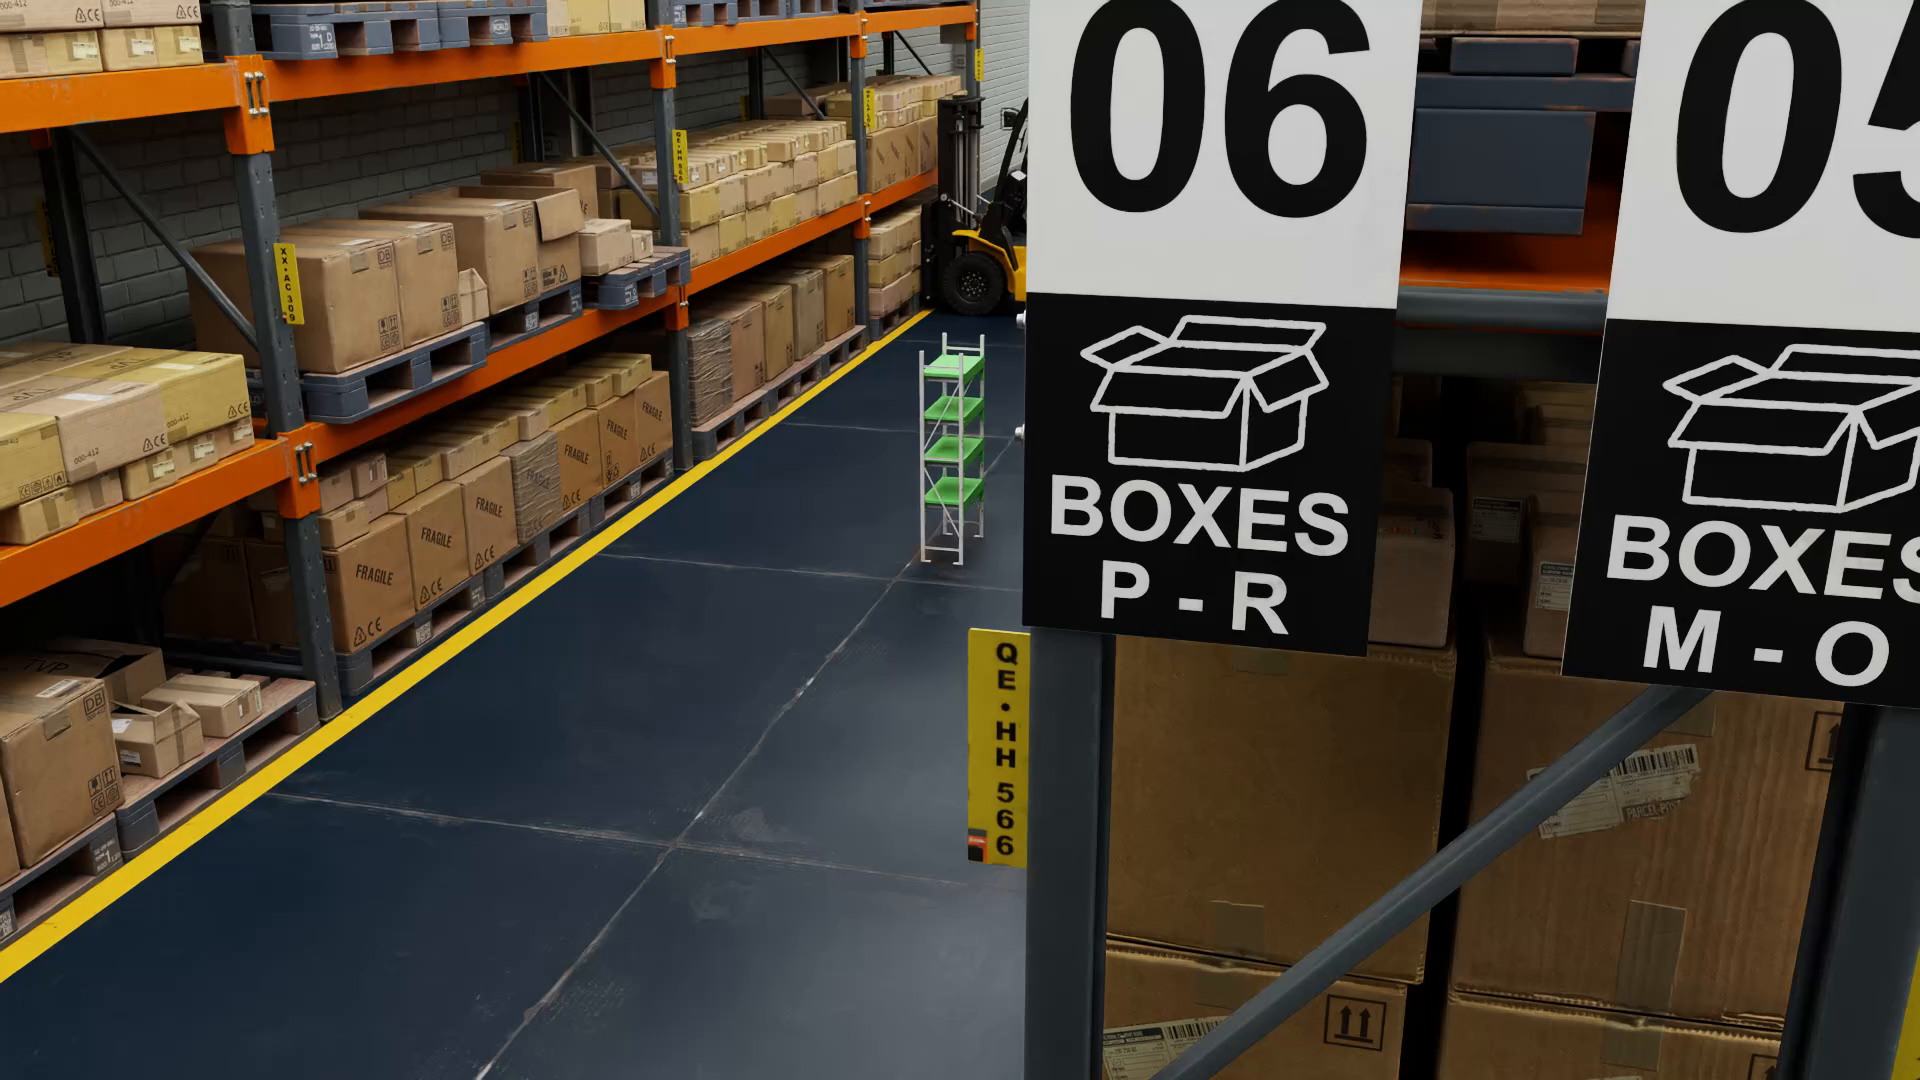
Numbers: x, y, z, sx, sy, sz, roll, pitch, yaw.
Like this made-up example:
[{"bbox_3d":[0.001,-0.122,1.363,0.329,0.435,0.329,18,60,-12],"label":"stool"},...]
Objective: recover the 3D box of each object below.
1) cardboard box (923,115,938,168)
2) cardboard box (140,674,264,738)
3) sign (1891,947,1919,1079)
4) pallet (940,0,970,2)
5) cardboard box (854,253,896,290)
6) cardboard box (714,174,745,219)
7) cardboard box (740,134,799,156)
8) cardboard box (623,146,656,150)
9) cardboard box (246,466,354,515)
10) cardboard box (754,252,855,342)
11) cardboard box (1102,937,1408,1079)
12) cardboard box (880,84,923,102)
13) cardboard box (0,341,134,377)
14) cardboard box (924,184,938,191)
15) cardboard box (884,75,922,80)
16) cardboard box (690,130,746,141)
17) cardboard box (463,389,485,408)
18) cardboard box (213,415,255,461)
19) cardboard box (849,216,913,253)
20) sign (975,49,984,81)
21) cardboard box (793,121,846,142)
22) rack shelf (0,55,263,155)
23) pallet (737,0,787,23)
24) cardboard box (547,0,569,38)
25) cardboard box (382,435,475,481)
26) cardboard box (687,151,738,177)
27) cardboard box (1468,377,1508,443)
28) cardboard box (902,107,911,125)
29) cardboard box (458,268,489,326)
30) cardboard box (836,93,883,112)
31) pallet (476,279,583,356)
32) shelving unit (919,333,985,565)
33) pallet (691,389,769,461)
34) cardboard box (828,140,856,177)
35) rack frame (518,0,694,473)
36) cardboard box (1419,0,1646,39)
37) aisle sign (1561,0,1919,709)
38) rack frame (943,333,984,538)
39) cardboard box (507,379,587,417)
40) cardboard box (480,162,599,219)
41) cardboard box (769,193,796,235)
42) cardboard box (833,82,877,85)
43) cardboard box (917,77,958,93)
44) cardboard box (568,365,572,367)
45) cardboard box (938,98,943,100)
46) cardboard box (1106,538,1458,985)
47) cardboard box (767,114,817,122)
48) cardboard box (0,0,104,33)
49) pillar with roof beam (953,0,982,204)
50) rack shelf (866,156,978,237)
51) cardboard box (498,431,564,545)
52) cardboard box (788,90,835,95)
[{"bbox_3d":[-0.449,-3.981,16.546,0.500,0.500,0.500,4,19,12],"label":"cardboard box"},{"bbox_3d":[-3.106,0.679,6.821,0.380,0.149,0.250,4,19,12],"label":"cardboard box"},{"bbox_3d":[1.119,0.574,1.906,0.100,0.325,0.005,5,19,13],"label":"sign"},{"bbox_3d":[-0.521,-5.589,16.906,1.003,0.211,1.213,5,19,13],"label":"pallet"},{"bbox_3d":[-0.883,-2.438,15.017,0.500,0.250,0.500,5,19,13],"label":"cardboard box"},{"bbox_3d":[-1.809,-2.366,11.431,0.500,0.250,0.500,5,20,15],"label":"cardboard box"},{"bbox_3d":[-1.452,-3.004,12.683,0.380,0.149,0.250,5,19,14],"label":"cardboard box"},{"bbox_3d":[-2.185,-2.721,11.855,0.380,0.149,0.250,5,19,13],"label":"cardboard box"},{"bbox_3d":[-2.968,-0.229,7.472,0.380,0.149,0.250,4,19,12],"label":"cardboard box"},{"bbox_3d":[-1.417,-2.088,14.183,0.875,0.625,0.625,6,20,16],"label":"cardboard box"},{"bbox_3d":[0.443,0.756,2.680,0.500,0.500,0.500,5,19,14],"label":"cardboard box"},{"bbox_3d":[-0.575,-4.316,16.064,0.380,0.149,0.250,5,19,14],"label":"cardboard box"},{"bbox_3d":[-3.638,-0.605,6.591,0.500,0.250,0.500,4,19,13],"label":"cardboard box"},{"bbox_3d":[-0.133,-3.633,17.739,0.500,0.250,0.500,5,20,15],"label":"cardboard box"},{"bbox_3d":[-0.612,-4.837,17.591,0.380,0.149,0.250,4,19,12],"label":"cardboard box"},{"bbox_3d":[-1.900,-3.122,13.030,0.380,0.149,0.250,5,19,13],"label":"cardboard box"},{"bbox_3d":[-2.955,-0.778,9.540,0.380,0.149,0.250,4,19,12],"label":"cardboard box"},{"bbox_3d":[-3.088,-0.431,6.697,0.380,0.149,0.250,5,19,14],"label":"cardboard box"},{"bbox_3d":[-0.743,-2.834,15.402,0.500,0.250,0.500,5,19,13],"label":"cardboard box"},{"bbox_3d":[0.200,-5.044,17.655,0.100,0.325,0.005,5,19,13],"label":"sign"},{"bbox_3d":[-1.168,-3.407,13.863,0.380,0.149,0.250,5,20,15],"label":"cardboard box"},{"bbox_3d":[-3.744,-1.122,4.803,1.077,0.370,4.000,5,19,13],"label":"rack shelf"},{"bbox_3d":[-1.928,-3.824,11.894,1.003,0.211,1.213,6,20,16],"label":"pallet"},{"bbox_3d":[-2.412,-2.777,8.770,0.500,0.250,0.500,5,19,13],"label":"cardboard box"},{"bbox_3d":[-2.714,-0.420,8.492,0.380,0.149,0.250,5,19,13],"label":"cardboard box"},{"bbox_3d":[-1.761,-2.604,11.511,0.380,0.149,0.250,5,19,14],"label":"cardboard box"},{"bbox_3d":[1.167,-0.272,3.139,0.380,0.149,0.250,5,19,14],"label":"cardboard box"},{"bbox_3d":[-0.671,-3.929,15.392,0.380,0.149,0.250,4,19,13],"label":"cardboard box"},{"bbox_3d":[-2.543,-1.210,8.147,0.396,0.266,0.258,6,20,16],"label":"cardboard box"},{"bbox_3d":[-0.905,-3.918,14.900,0.380,0.149,0.250,4,19,12],"label":"cardboard box"},{"bbox_3d":[-2.748,-1.223,8.923,1.003,0.211,1.213,5,19,13],"label":"pallet"},{"bbox_3d":[-0.040,-0.516,9.342,0.258,1.200,0.503,5,19,13],"label":"shelving unit"},{"bbox_3d":[-2.039,-0.859,11.875,1.003,0.211,1.213,5,19,13],"label":"pallet"},{"bbox_3d":[-1.172,-3.169,13.782,0.500,0.250,0.500,4,19,12],"label":"cardboard box"},{"bbox_3d":[-2.278,-1.923,10.678,1.000,3.000,0.127,5,19,13],"label":"rack frame"},{"bbox_3d":[0.605,-0.768,2.082,0.500,0.250,0.500,3,19,8],"label":"cardboard box"},{"bbox_3d":[0.846,-0.210,1.639,0.394,0.787,0.004,5,19,13],"label":"aisle sign"},{"bbox_3d":[0.019,-0.592,9.566,0.240,1.200,0.015,5,19,13],"label":"rack frame"},{"bbox_3d":[-2.405,-0.825,9.677,0.380,0.149,0.250,5,20,15],"label":"cardboard box"},{"bbox_3d":[-2.555,-2.020,10.158,0.500,0.500,0.500,6,20,16],"label":"cardboard box"},{"bbox_3d":[-1.557,-2.454,12.463,0.500,0.250,0.500,5,20,15],"label":"cardboard box"},{"bbox_3d":[-1.034,-4.439,16.424,0.380,0.149,0.250,4,19,12],"label":"cardboard box"},{"bbox_3d":[-0.236,-4.717,17.239,0.380,0.149,0.250,5,19,13],"label":"cardboard box"},{"bbox_3d":[-2.652,-0.829,10.692,0.500,0.500,0.500,5,20,15],"label":"cardboard box"},{"bbox_3d":[-0.384,-4.331,16.569,0.380,0.149,0.250,4,19,12],"label":"cardboard box"},{"bbox_3d":[0.469,0.285,2.512,0.500,0.500,0.500,5,20,15],"label":"cardboard box"},{"bbox_3d":[-1.471,-3.652,14.582,0.380,0.149,0.250,5,19,13],"label":"cardboard box"},{"bbox_3d":[-3.247,-1.824,5.519,0.500,0.250,0.500,4,19,12],"label":"cardboard box"},{"bbox_3d":[4.273,-8.663,21.129,9.100,9.000,0.400,5,19,13],"label":"pillar with roof beam"},{"bbox_3d":[-0.812,-3.463,16.300,1.077,0.370,4.000,5,19,13],"label":"rack shelf"},{"bbox_3d":[-2.539,-0.305,9.158,0.500,0.500,0.500,4,19,11],"label":"cardboard box"},{"bbox_3d":[-1.362,-4.039,15.253,0.380,0.149,0.250,4,19,12],"label":"cardboard box"}]
